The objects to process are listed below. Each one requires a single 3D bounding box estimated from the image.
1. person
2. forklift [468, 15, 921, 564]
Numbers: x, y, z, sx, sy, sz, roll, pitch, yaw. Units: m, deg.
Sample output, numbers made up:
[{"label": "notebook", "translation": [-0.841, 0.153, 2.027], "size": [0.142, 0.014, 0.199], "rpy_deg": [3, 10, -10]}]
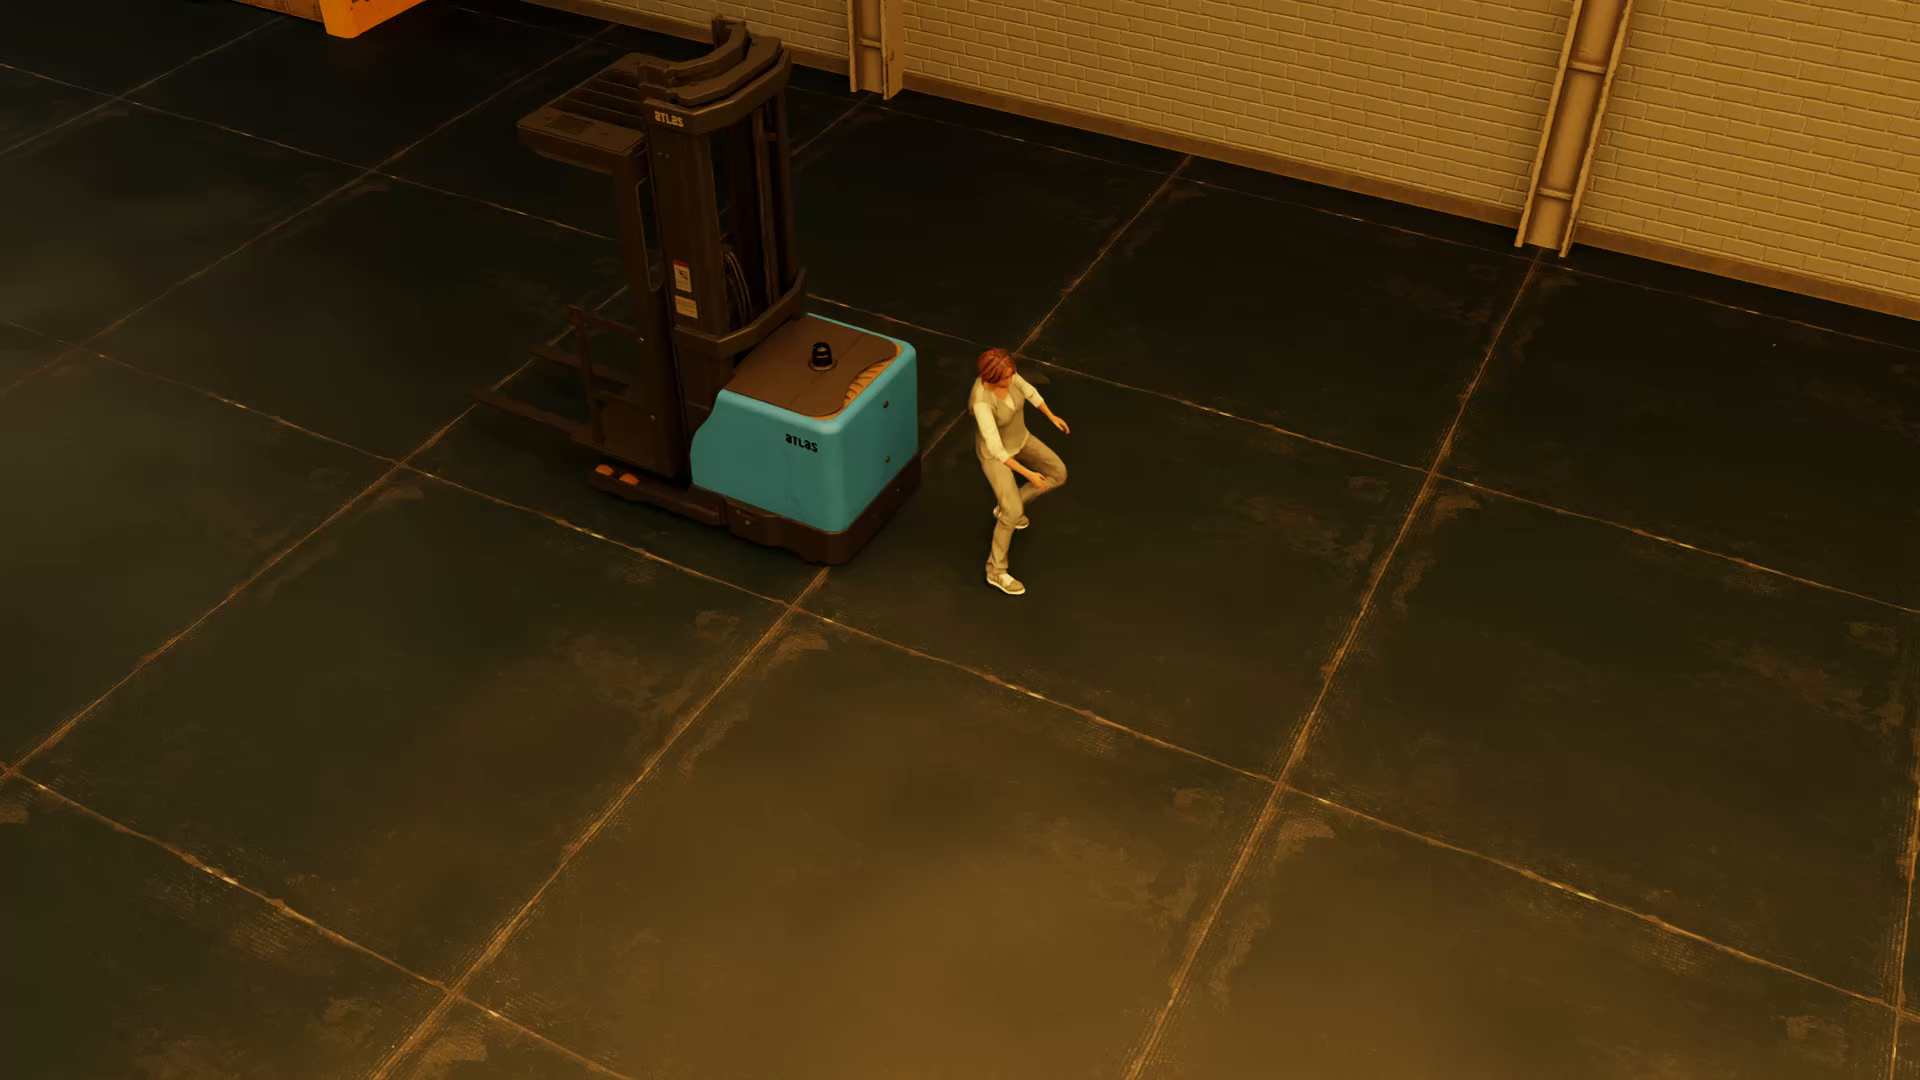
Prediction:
[{"label": "person", "translation": [0.342, -0.470, 9.706], "size": [0.639, 1.420, 0.701], "rpy_deg": [25, 46, 27]}, {"label": "forklift", "translation": [-1.792, -1.654, 9.951], "size": [3.031, 2.935, 1.130], "rpy_deg": [19, 44, 21]}]
